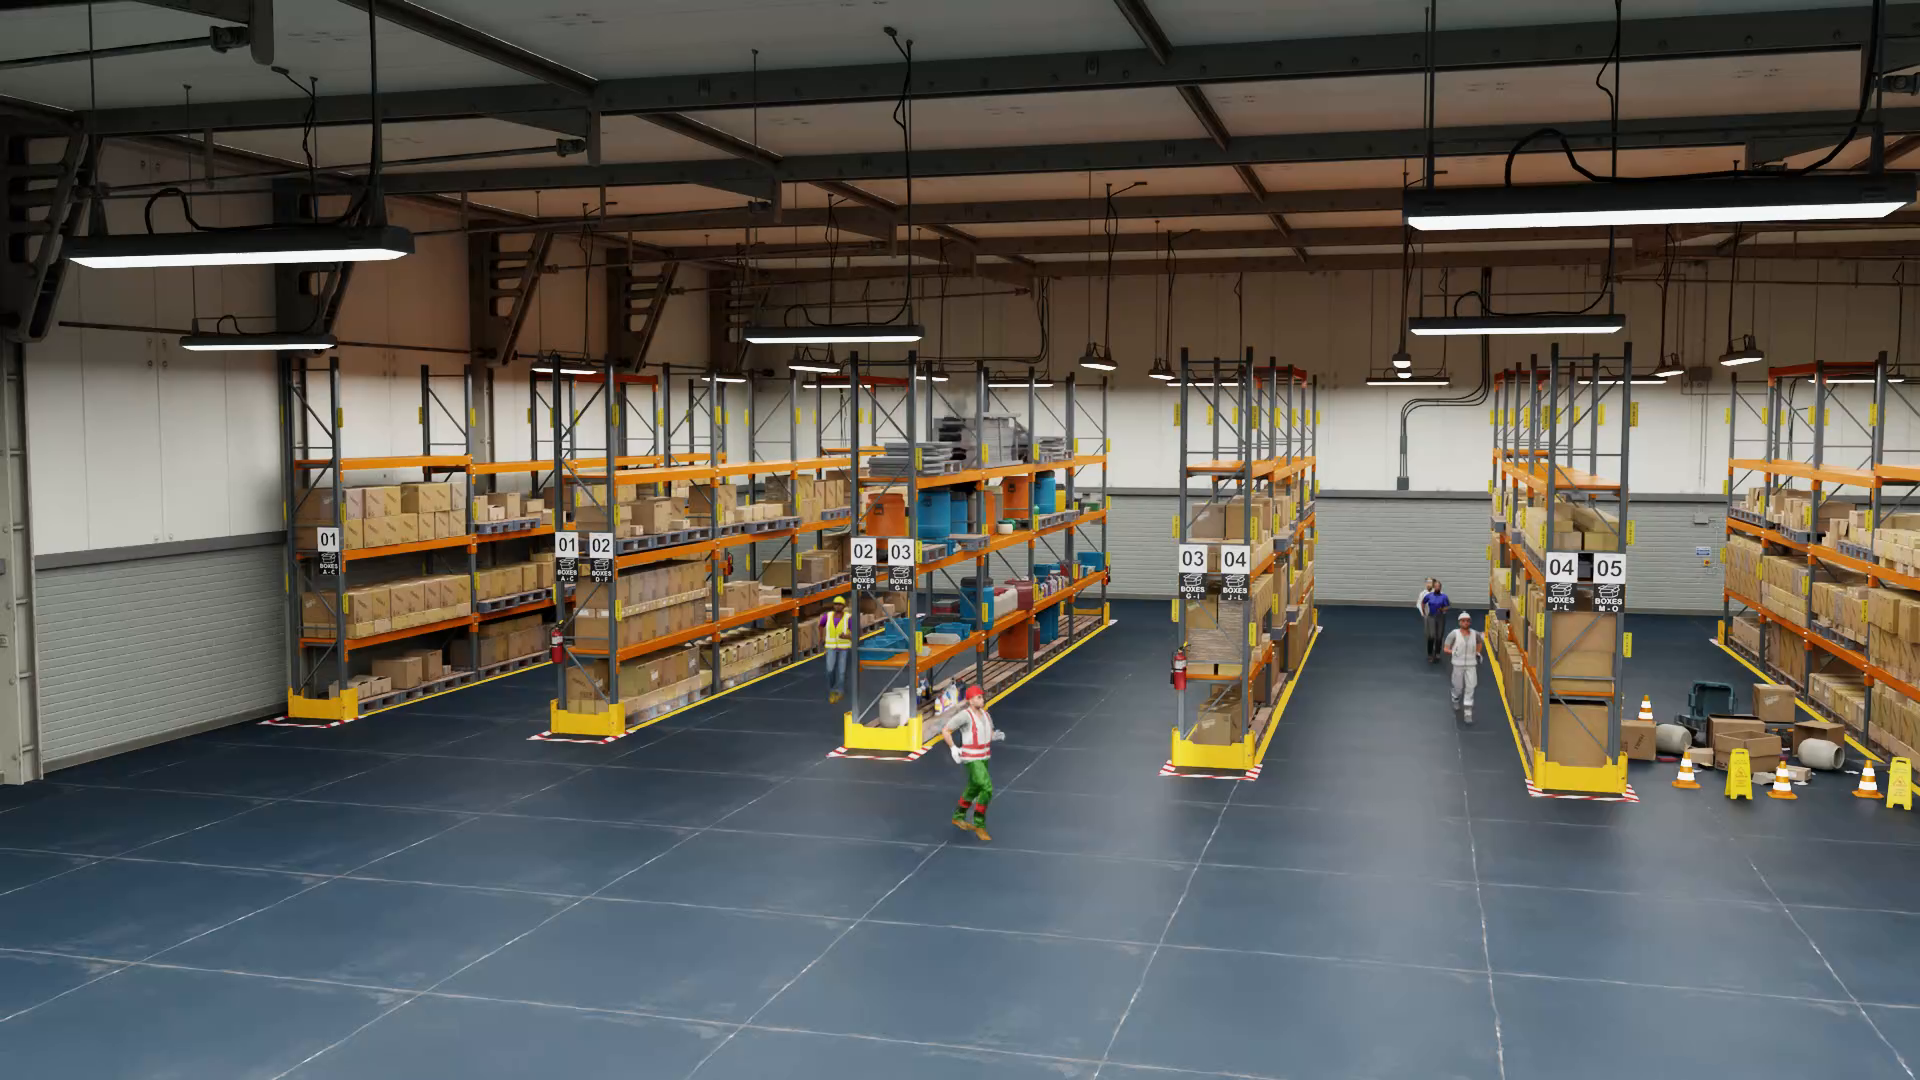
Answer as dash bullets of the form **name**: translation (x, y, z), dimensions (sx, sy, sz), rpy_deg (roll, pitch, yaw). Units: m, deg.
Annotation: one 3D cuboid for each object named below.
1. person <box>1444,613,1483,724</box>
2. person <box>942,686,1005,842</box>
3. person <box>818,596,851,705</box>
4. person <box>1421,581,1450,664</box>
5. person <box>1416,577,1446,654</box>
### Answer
- **person**: translation (8.304, 2.081, 27.389), dimensions (0.654, 1.776, 0.985), rpy_deg (0, 4, 6)
- **person**: translation (0.187, 2.655, 19.816), dimensions (0.769, 1.844, 0.643), rpy_deg (3, 5, 32)
- **person**: translation (-2.030, 1.827, 27.535), dimensions (0.692, 1.802, 0.660), rpy_deg (0, 4, 2)
- **person**: translation (9.731, 1.738, 34.024), dimensions (0.537, 1.600, 0.709), rpy_deg (1, 4, 10)
- **person**: translation (9.970, 1.599, 35.162), dimensions (0.637, 1.654, 0.613), rpy_deg (2, 5, 26)
